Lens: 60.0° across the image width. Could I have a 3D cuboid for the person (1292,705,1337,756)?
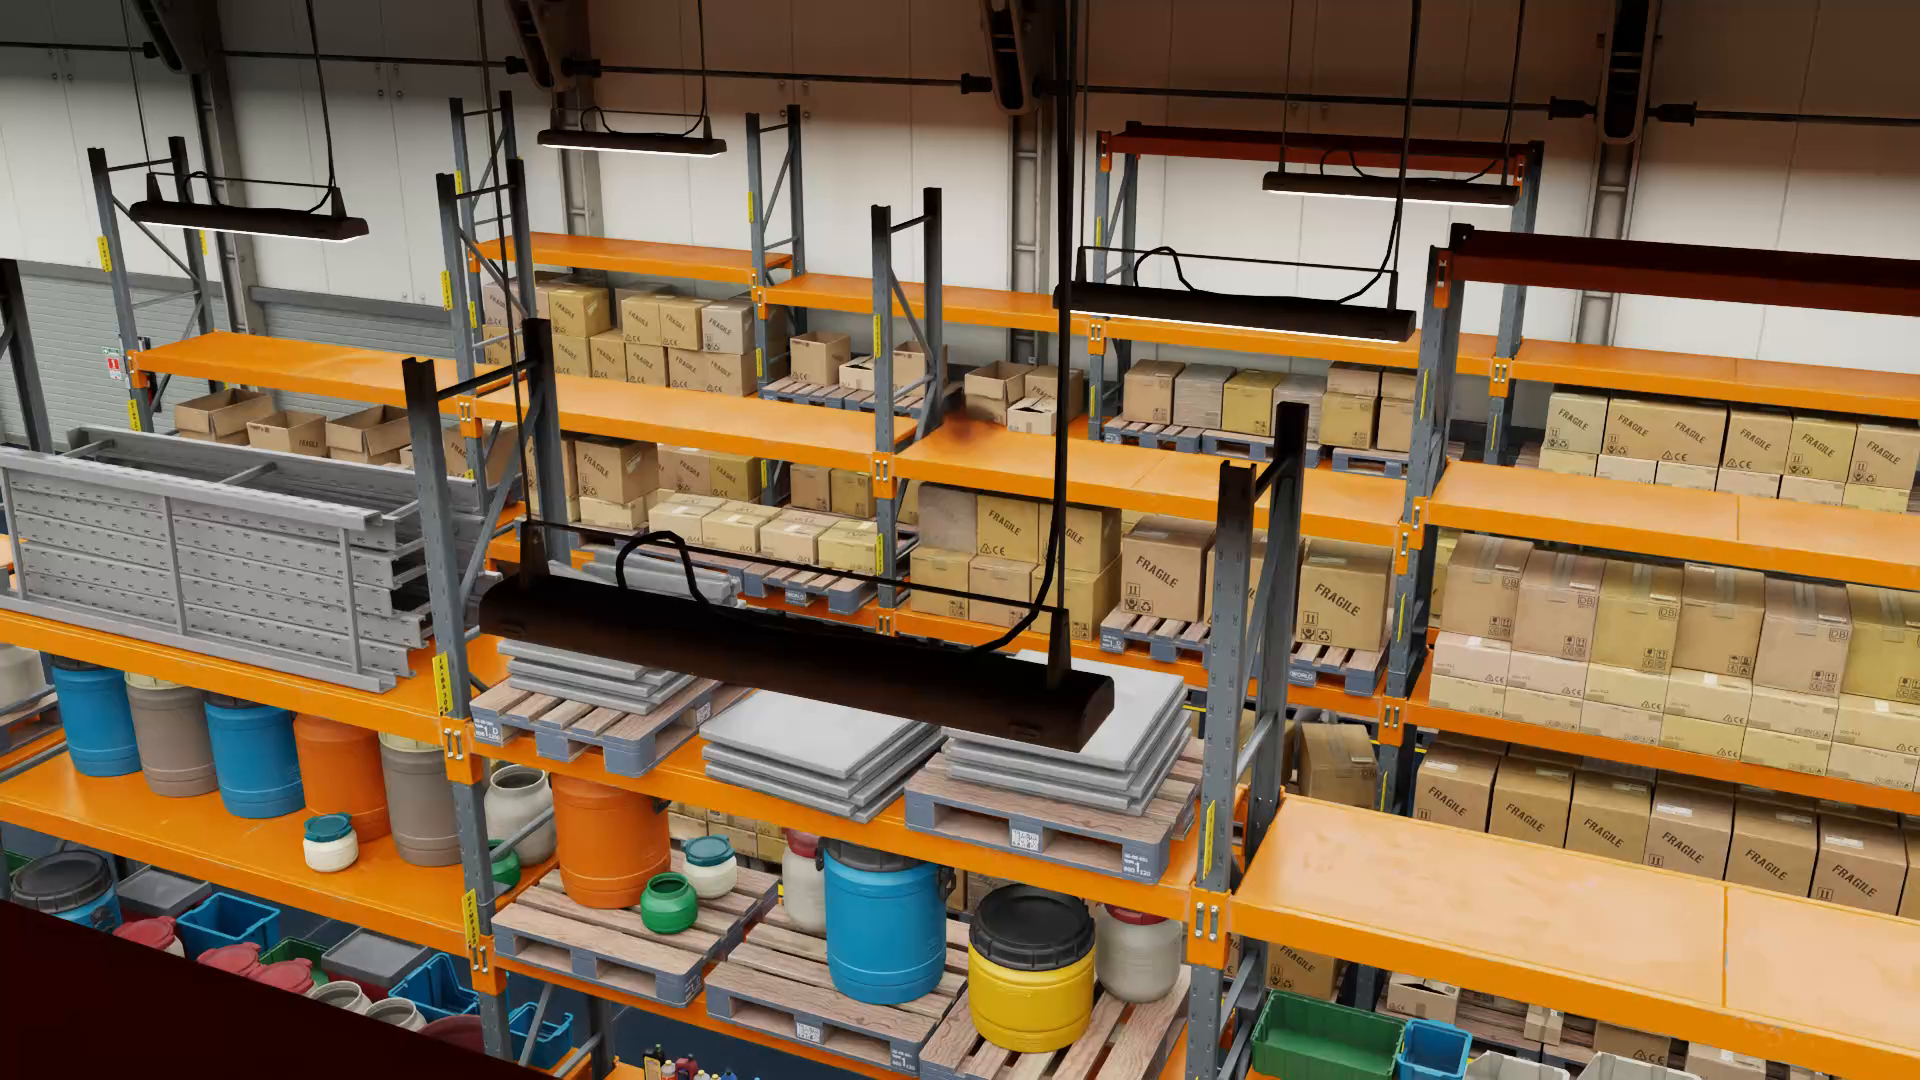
[{"bbox_3d":[3.500,1.544,16.256,1.014,1.639,0.464,9,22,23],"label":"person"}]
